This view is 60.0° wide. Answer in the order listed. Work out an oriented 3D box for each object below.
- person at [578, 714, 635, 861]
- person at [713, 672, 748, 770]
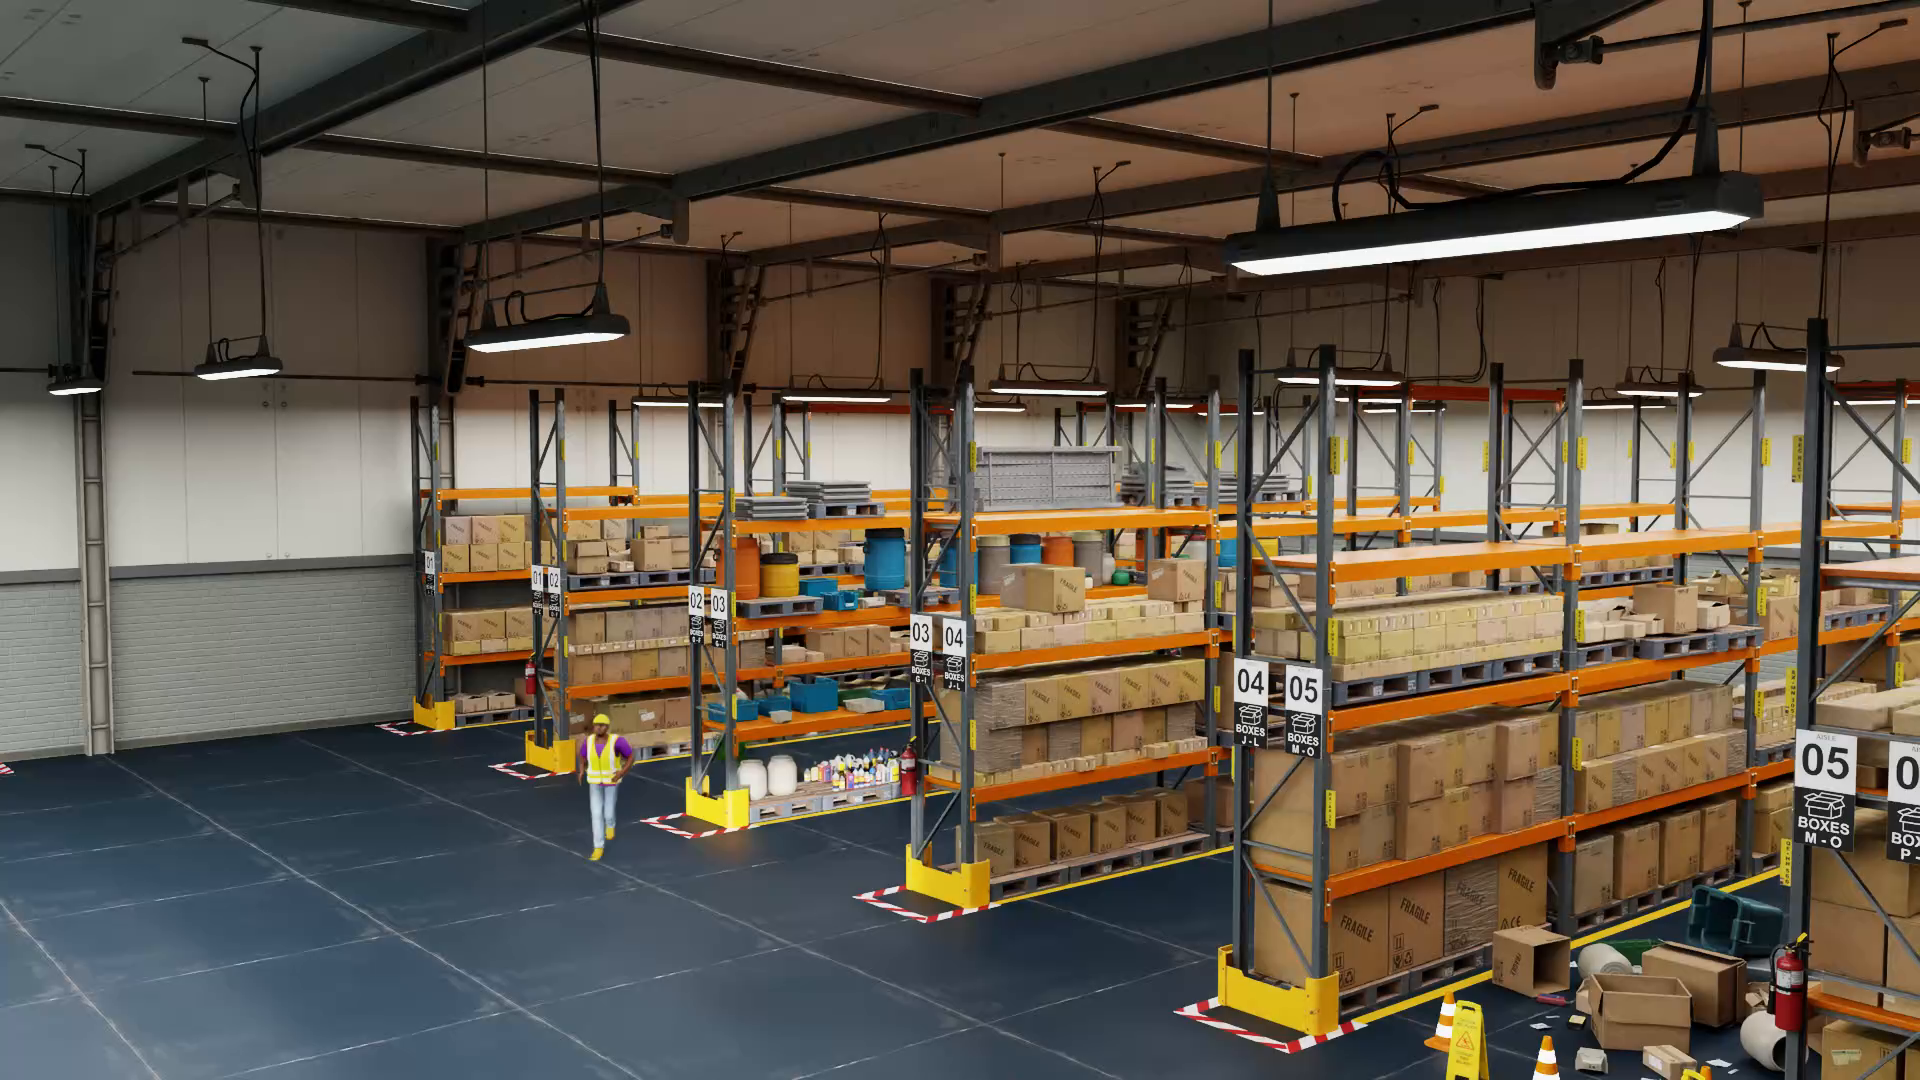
[{"bbox_3d":[-4.441,3.051,20.878,0.713,1.776,0.834,0,3,1],"label":"person"},{"bbox_3d":[-3.395,2.809,24.758,0.731,1.742,0.644,-3,4,-41],"label":"person"}]
